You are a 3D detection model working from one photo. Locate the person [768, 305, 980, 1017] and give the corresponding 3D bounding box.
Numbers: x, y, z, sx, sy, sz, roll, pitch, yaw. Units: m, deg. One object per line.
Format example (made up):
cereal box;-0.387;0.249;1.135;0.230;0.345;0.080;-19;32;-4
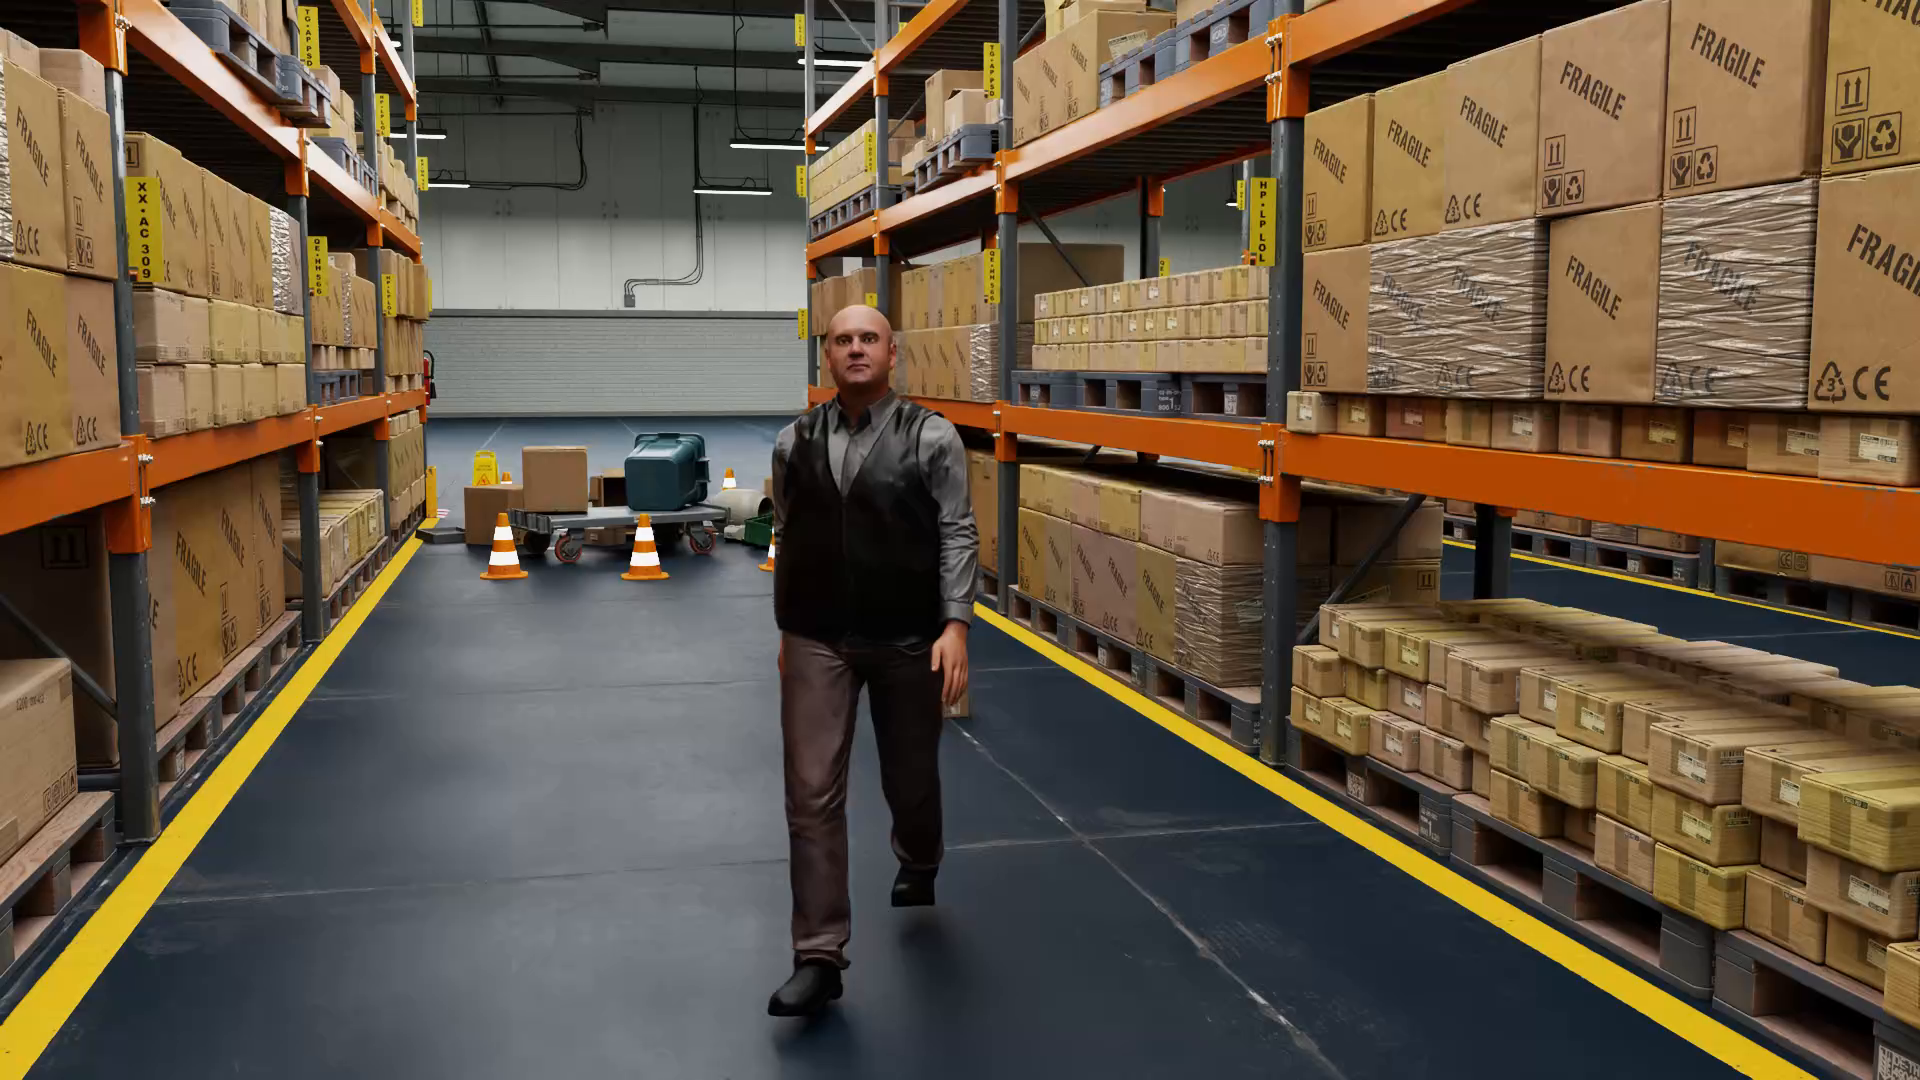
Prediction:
person;-0.227;0.253;4.193;0.553;1.681;0.987;1;6;8
